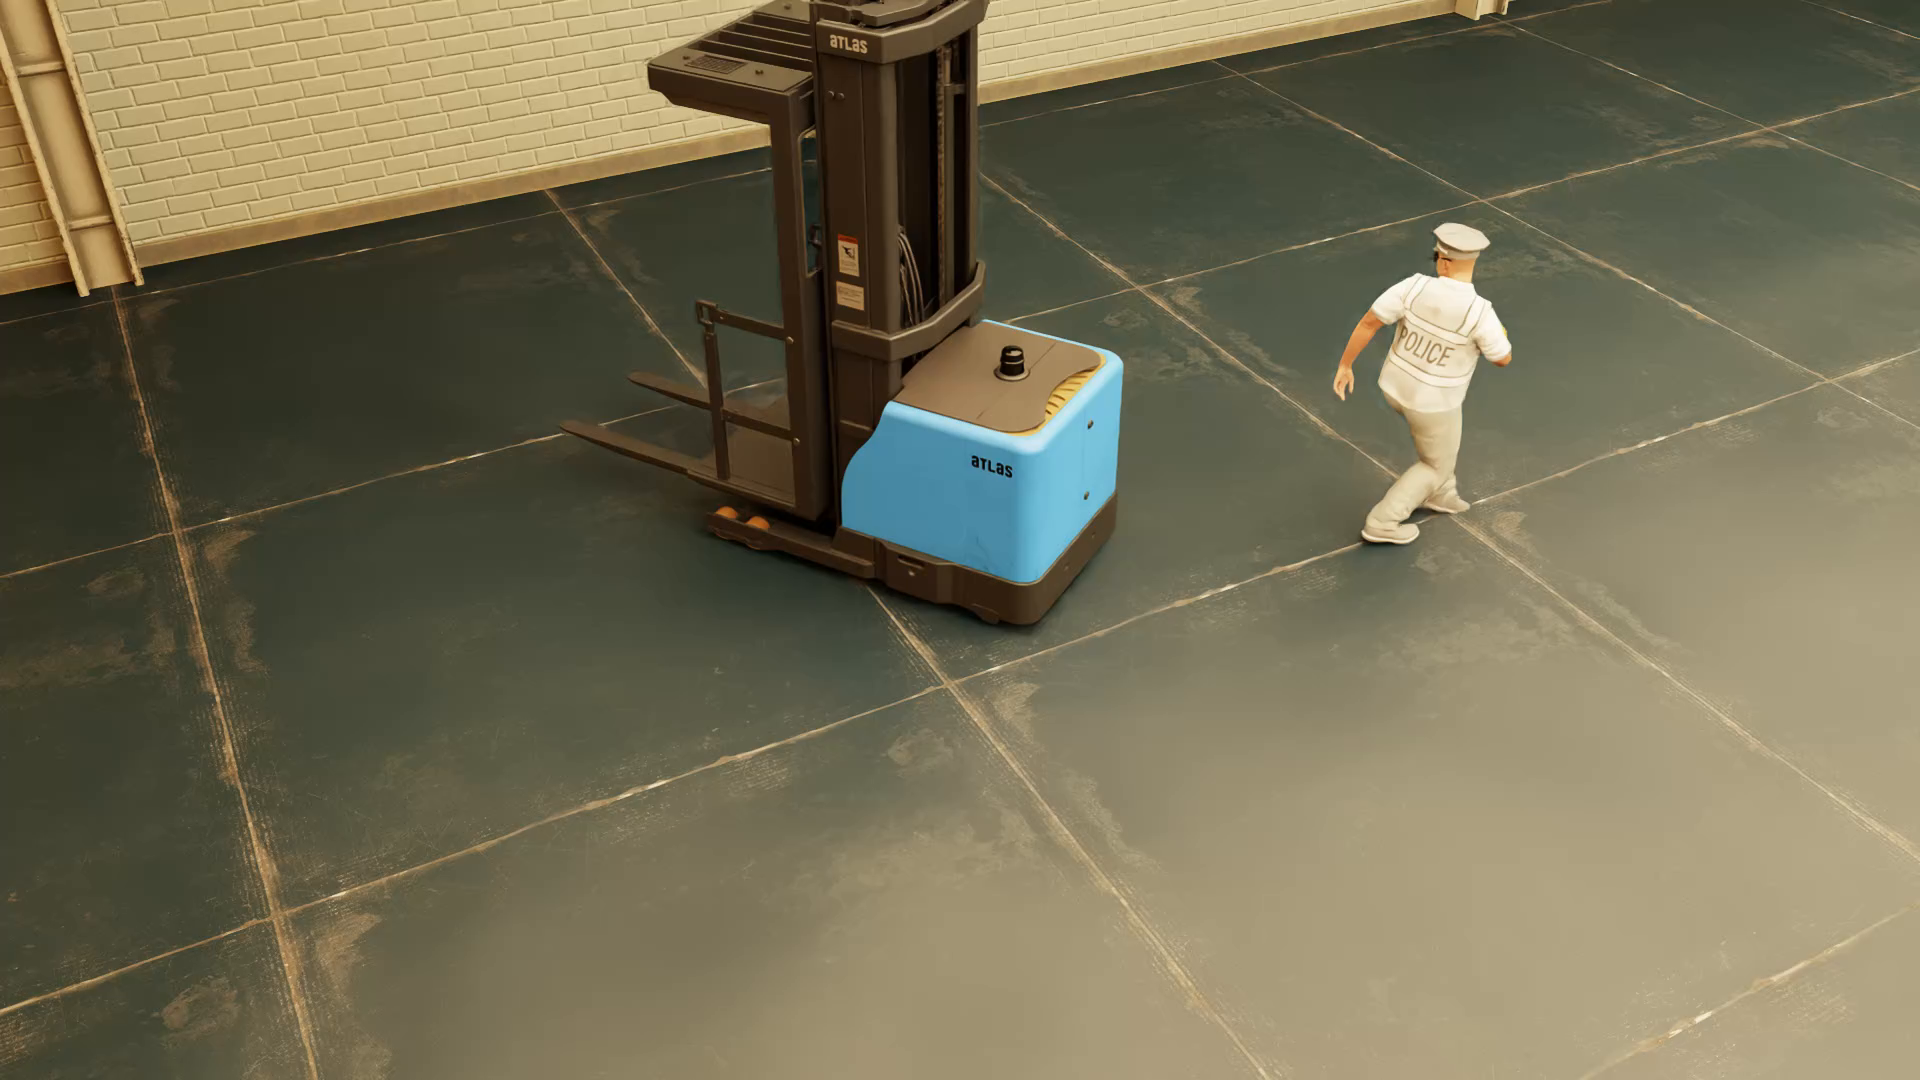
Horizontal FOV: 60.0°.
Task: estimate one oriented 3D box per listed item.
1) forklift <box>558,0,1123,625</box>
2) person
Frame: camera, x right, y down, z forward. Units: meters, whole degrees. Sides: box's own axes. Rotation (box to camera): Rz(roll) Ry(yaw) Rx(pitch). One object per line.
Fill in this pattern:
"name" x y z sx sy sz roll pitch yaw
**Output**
"forklift" -0.733 -1.395 8.097 3.031 2.935 1.130 18 39 23
"person" 2.363 -0.729 8.287 0.915 1.735 0.579 -17 39 -23
